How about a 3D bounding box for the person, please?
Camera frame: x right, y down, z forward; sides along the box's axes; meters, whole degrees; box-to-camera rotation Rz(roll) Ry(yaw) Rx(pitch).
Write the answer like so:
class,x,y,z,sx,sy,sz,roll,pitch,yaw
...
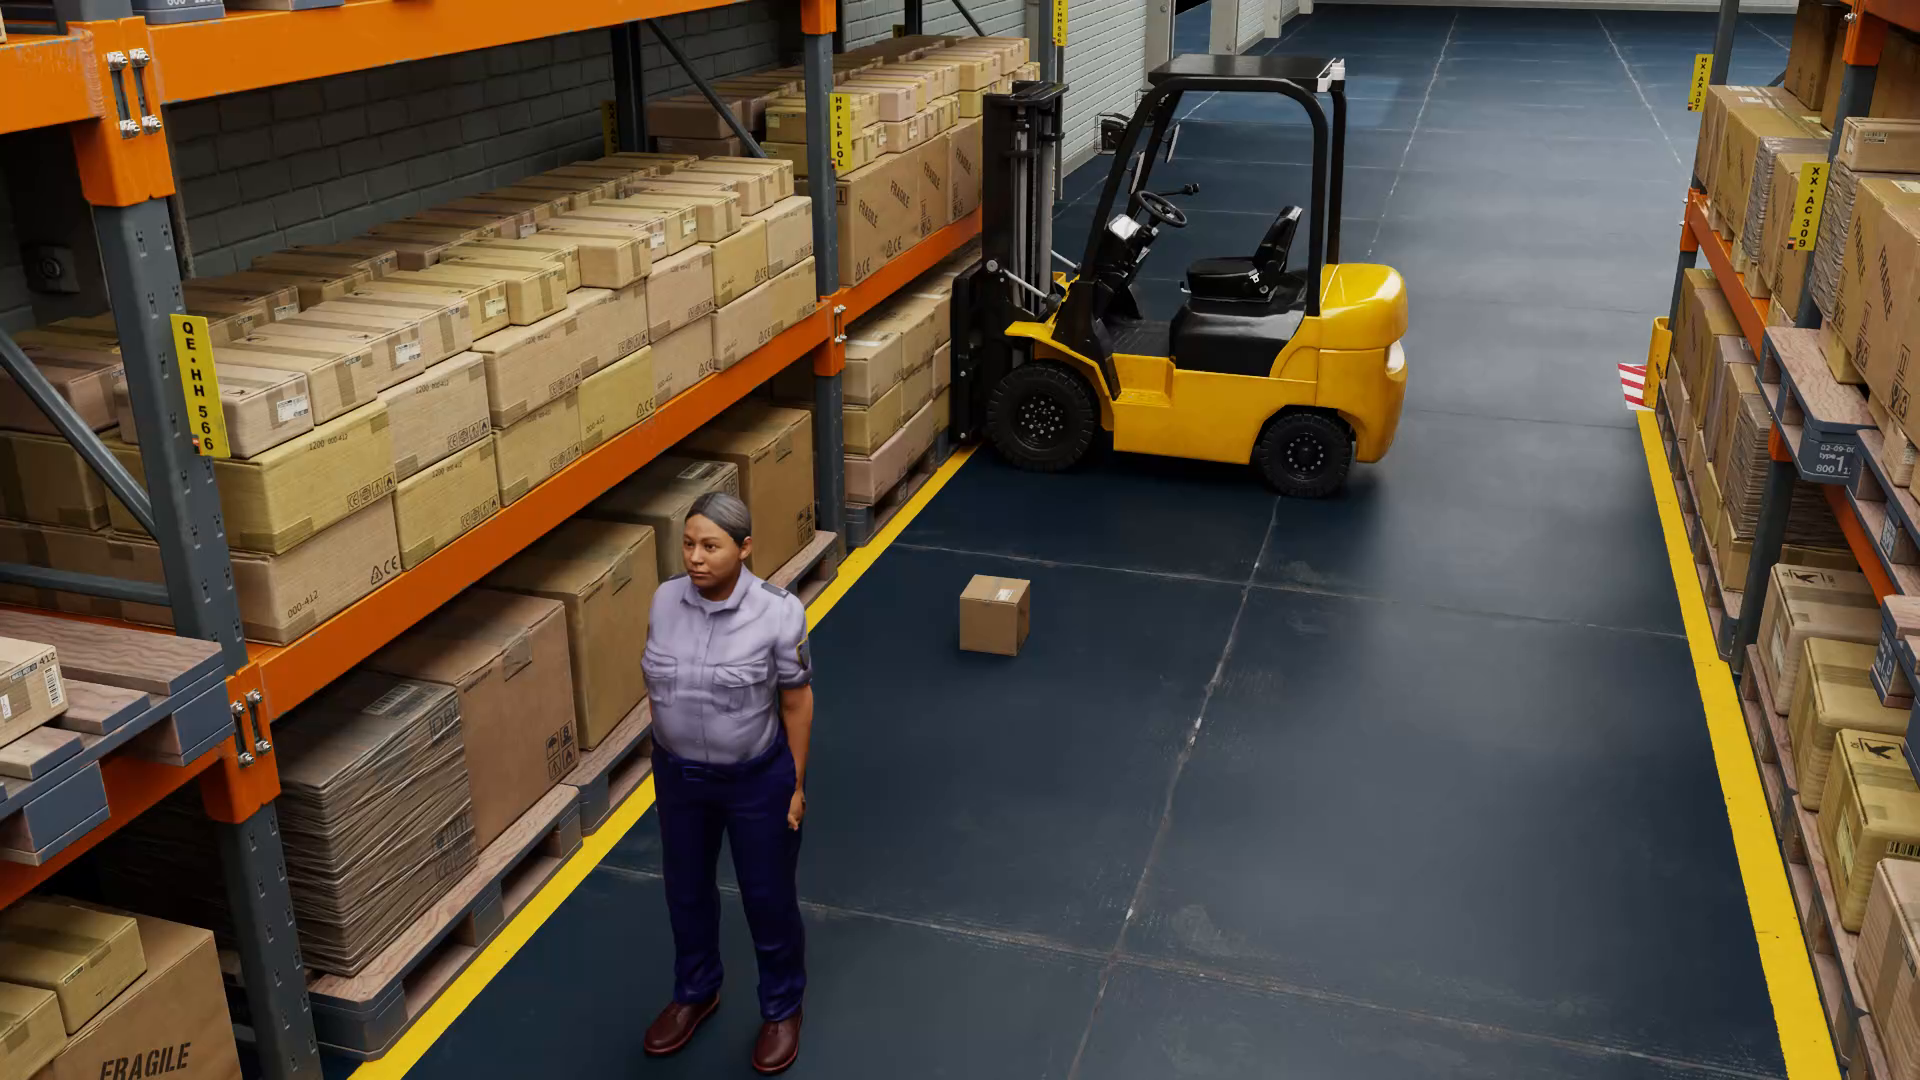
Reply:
class,x,y,z,sx,sy,sz,roll,pitch,yaw
person,-0.638,0.654,4.499,0.482,1.651,0.364,6,23,14
